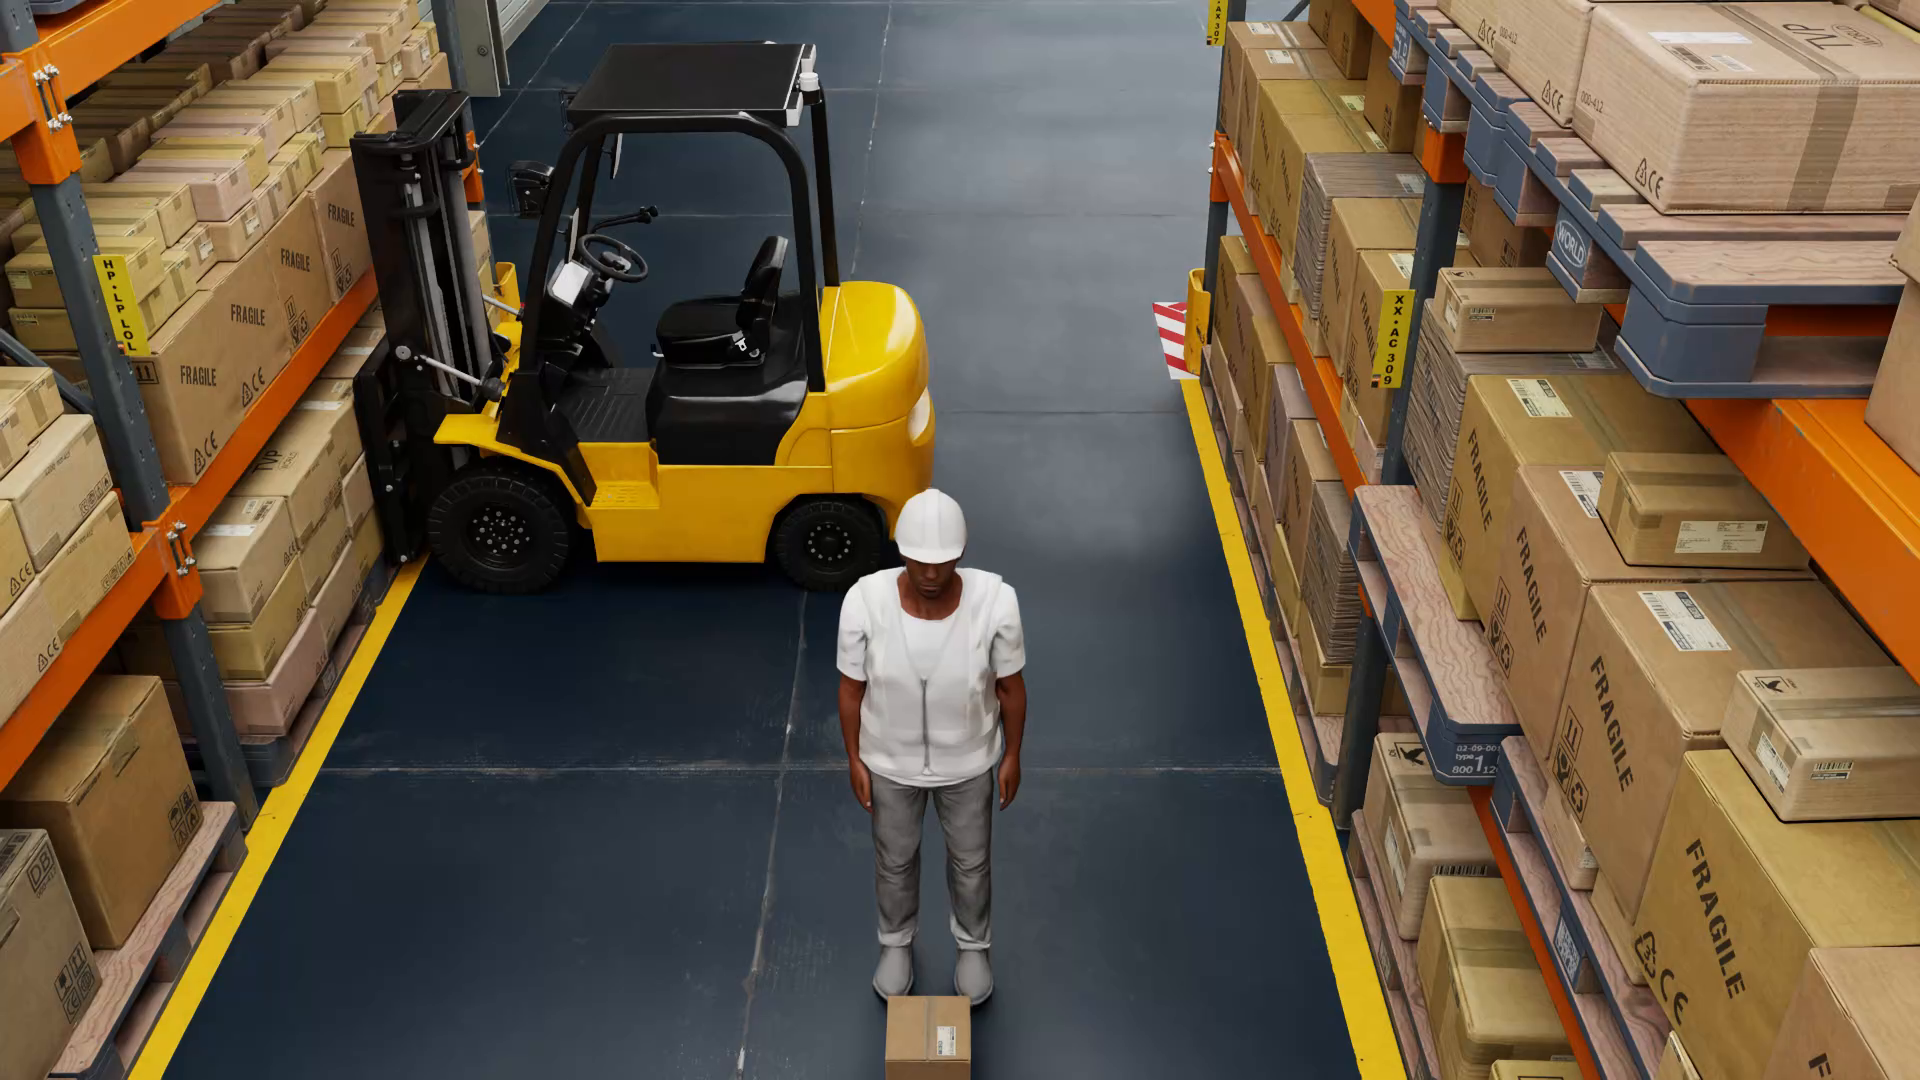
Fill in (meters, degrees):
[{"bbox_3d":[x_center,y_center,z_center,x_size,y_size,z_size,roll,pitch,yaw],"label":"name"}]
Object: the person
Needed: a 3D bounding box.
[{"bbox_3d":[-0.083,0.345,4.859,0.560,1.065,0.344,0,31,1],"label":"person"}]
